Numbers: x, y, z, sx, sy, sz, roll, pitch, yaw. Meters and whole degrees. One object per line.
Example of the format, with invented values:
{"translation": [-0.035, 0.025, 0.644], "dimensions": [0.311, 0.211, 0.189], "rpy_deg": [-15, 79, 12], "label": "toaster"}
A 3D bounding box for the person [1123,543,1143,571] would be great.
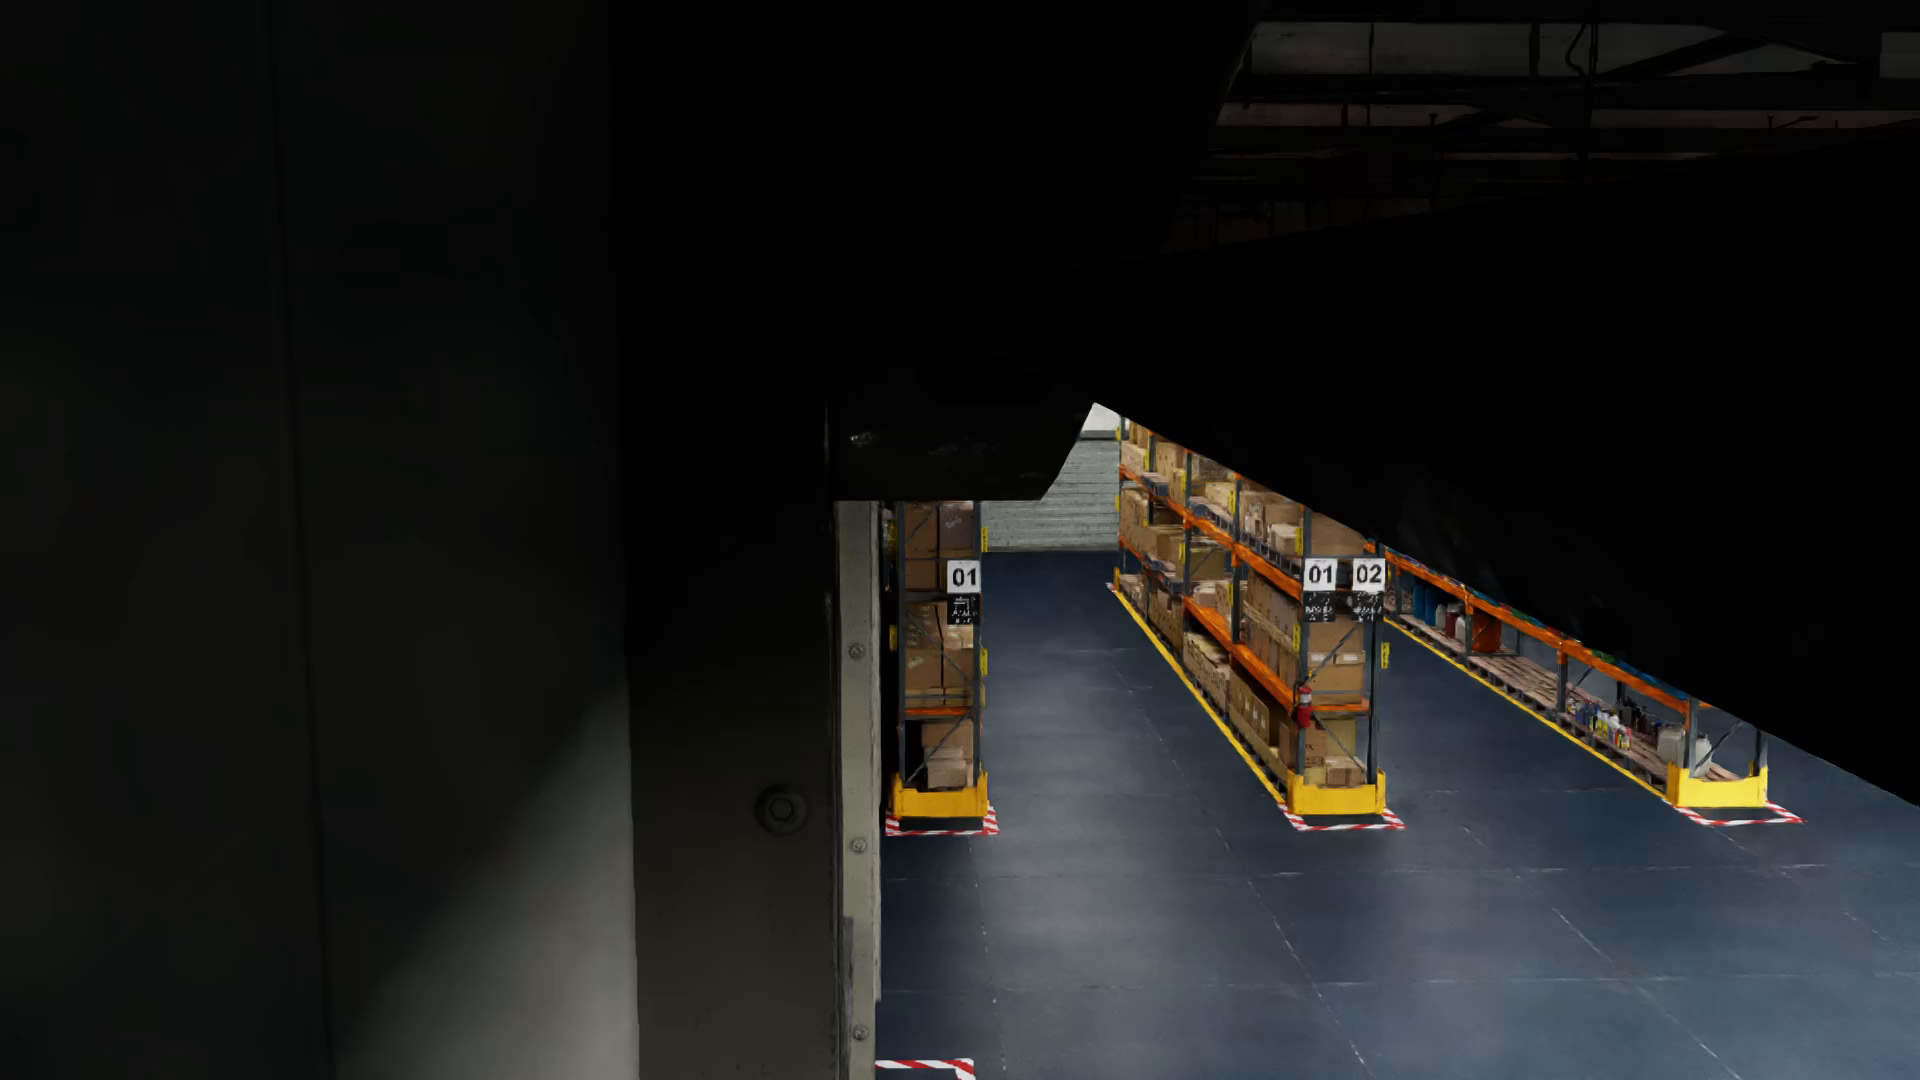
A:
{"translation": [4.065, -0.127, 38.921], "dimensions": [0.689, 1.724, 0.773], "rpy_deg": [-3, 9, -23], "label": "person"}

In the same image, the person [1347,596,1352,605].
{"translation": [7.968, 0.645, 33.699], "dimensions": [0.569, 1.668, 0.561], "rpy_deg": [3, 9, 22], "label": "person"}
